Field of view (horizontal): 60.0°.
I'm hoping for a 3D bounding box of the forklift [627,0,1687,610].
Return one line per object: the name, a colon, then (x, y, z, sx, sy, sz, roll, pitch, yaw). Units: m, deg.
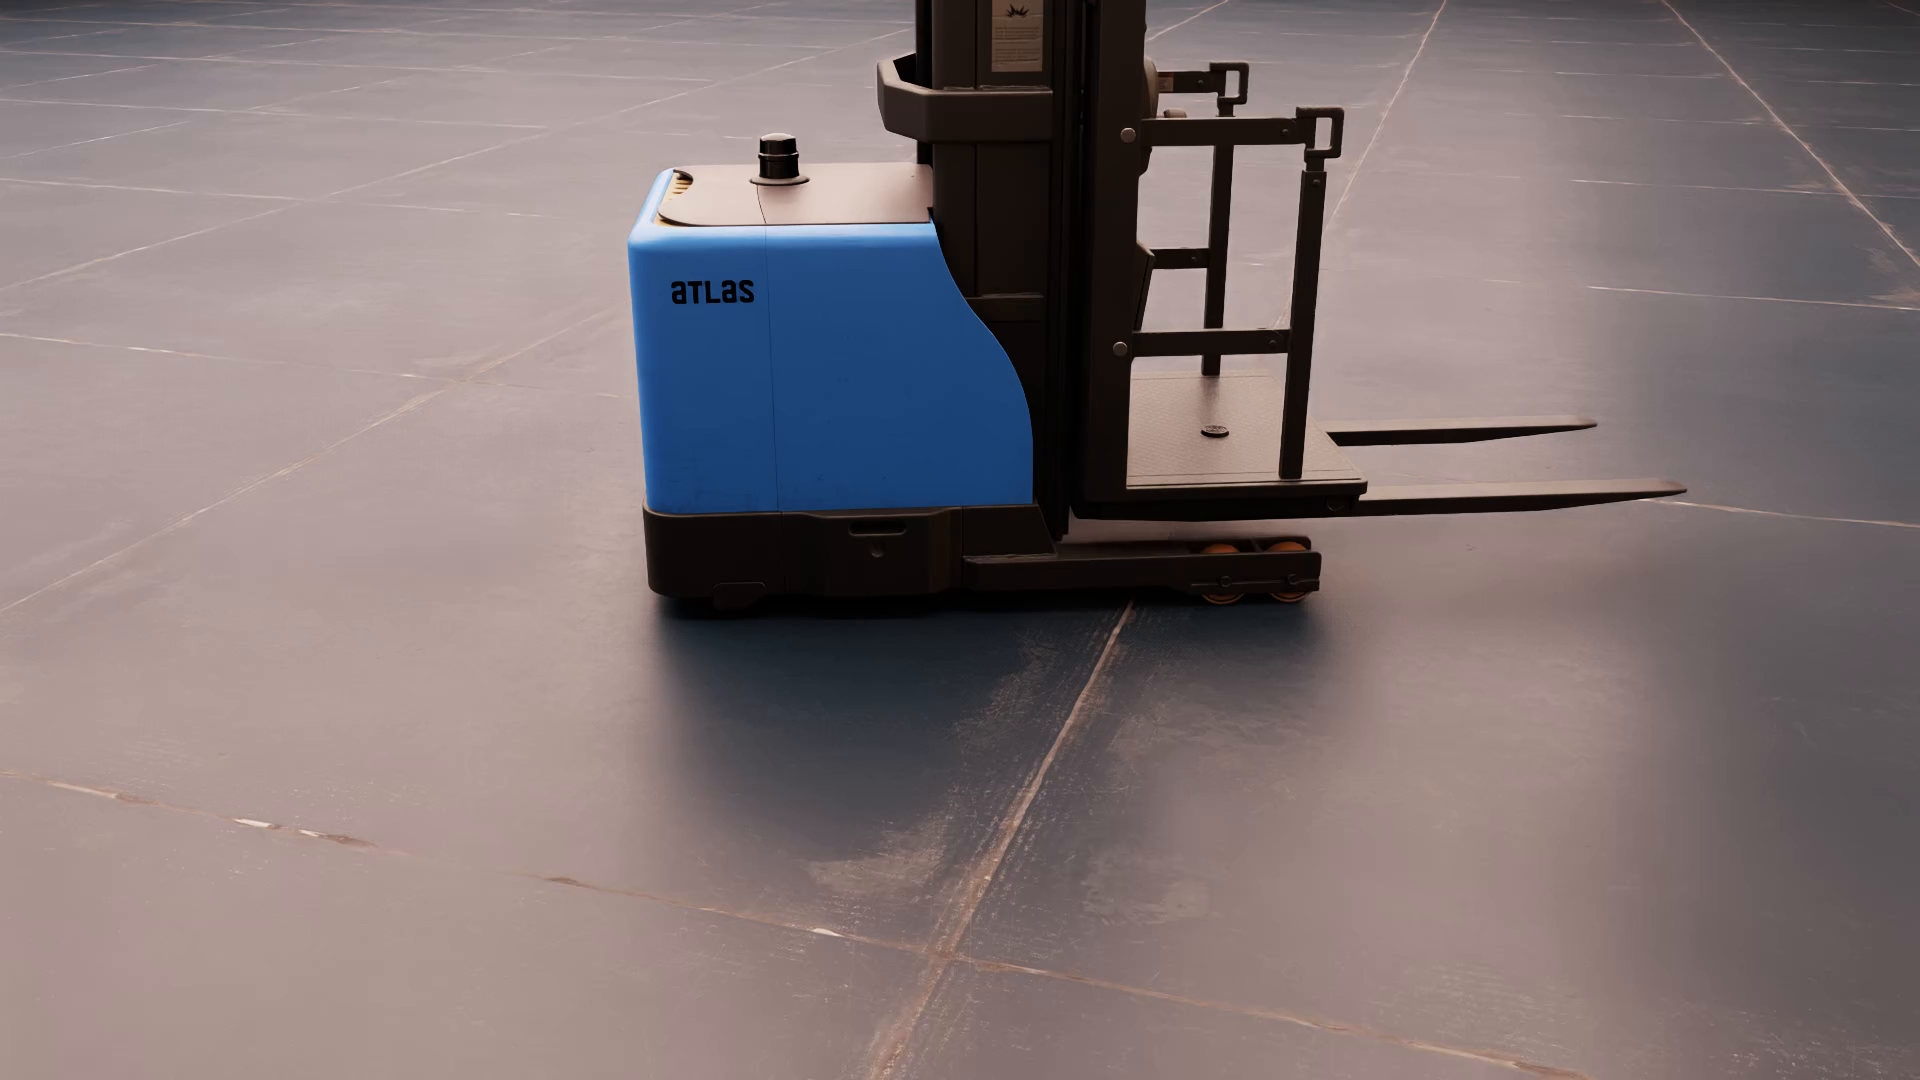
forklift: (0.606, -1.374, 4.608, 3.031, 2.935, 1.130, -2, 23, -4)
